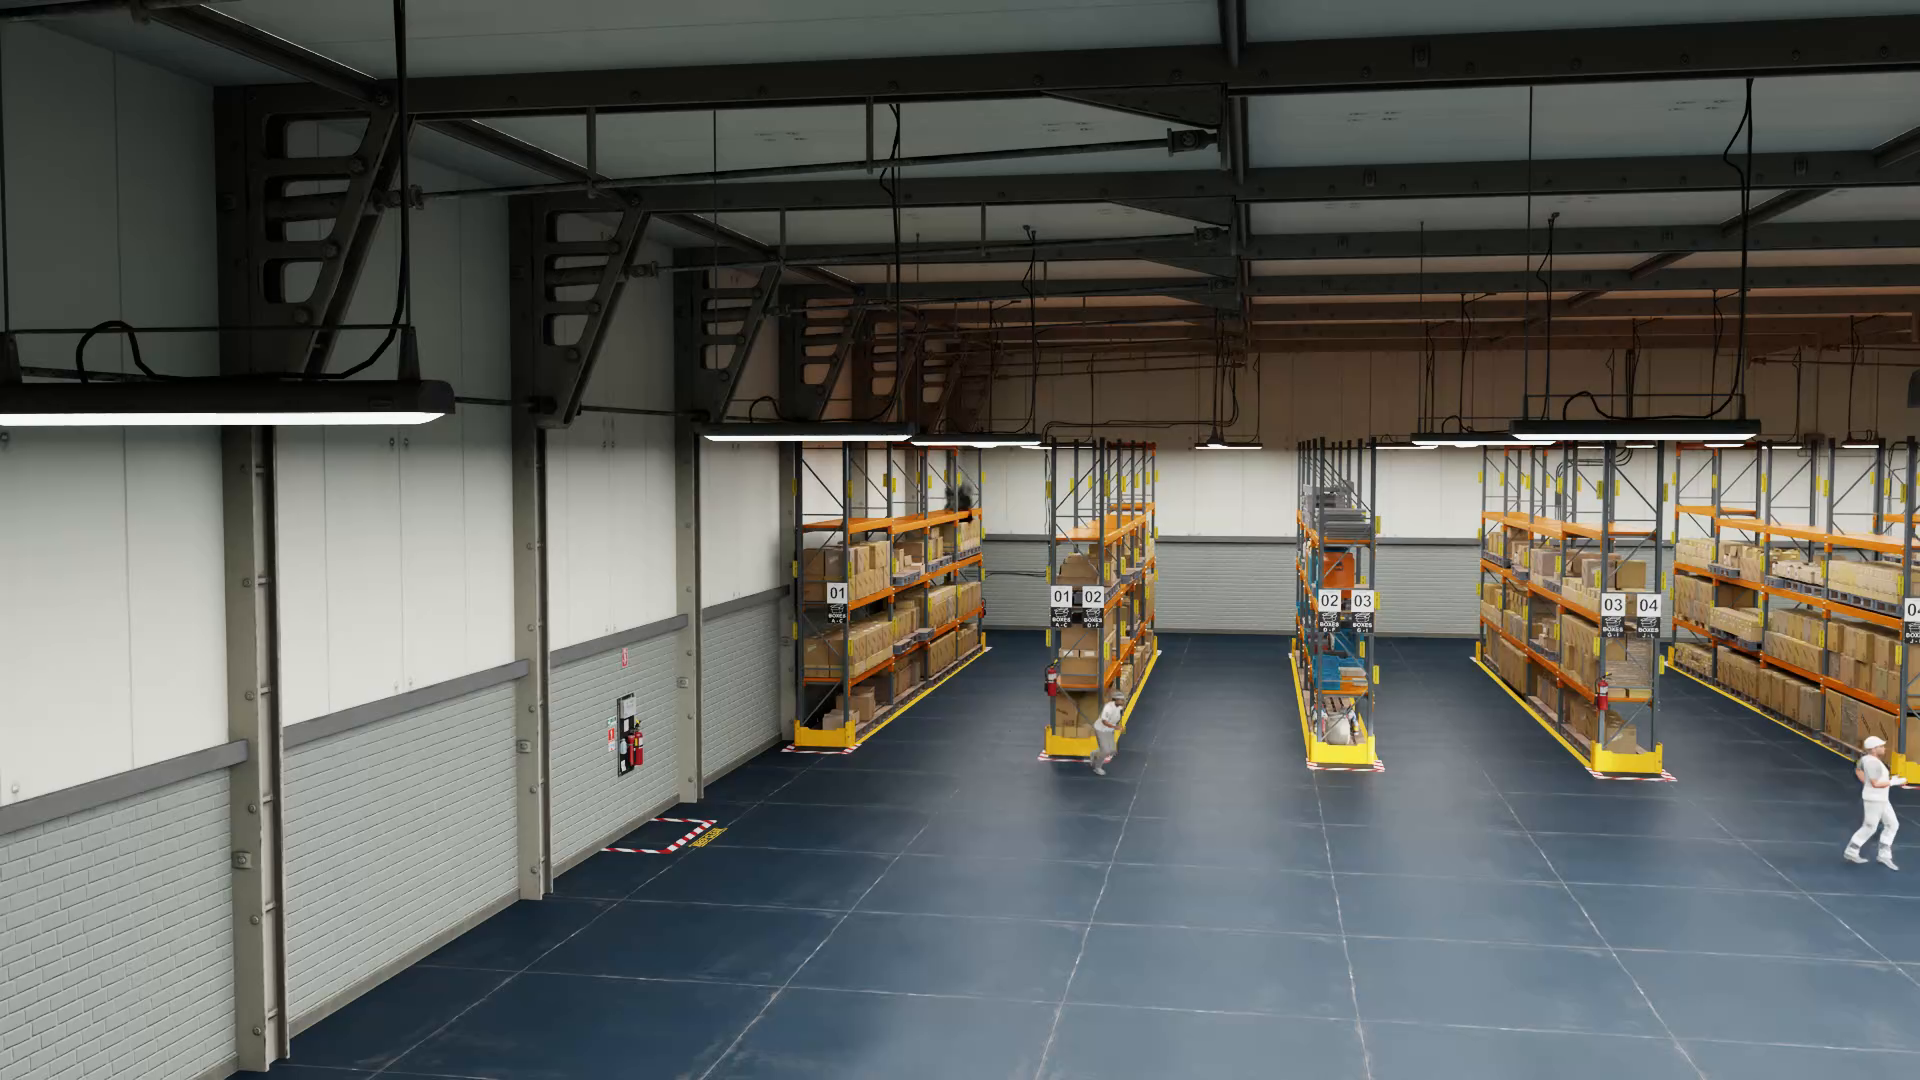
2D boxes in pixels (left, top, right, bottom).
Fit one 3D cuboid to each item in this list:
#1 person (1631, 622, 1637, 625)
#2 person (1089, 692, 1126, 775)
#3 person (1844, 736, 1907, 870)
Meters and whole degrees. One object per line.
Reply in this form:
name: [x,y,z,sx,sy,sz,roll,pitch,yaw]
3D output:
person: [18.010,2.585,45.158,0.644,1.515,0.545,3,4,44]
person: [2.665,3.419,29.553,0.772,1.506,0.588,3,4,41]
person: [12.574,3.611,22.827,0.730,1.836,0.632,2,4,35]
